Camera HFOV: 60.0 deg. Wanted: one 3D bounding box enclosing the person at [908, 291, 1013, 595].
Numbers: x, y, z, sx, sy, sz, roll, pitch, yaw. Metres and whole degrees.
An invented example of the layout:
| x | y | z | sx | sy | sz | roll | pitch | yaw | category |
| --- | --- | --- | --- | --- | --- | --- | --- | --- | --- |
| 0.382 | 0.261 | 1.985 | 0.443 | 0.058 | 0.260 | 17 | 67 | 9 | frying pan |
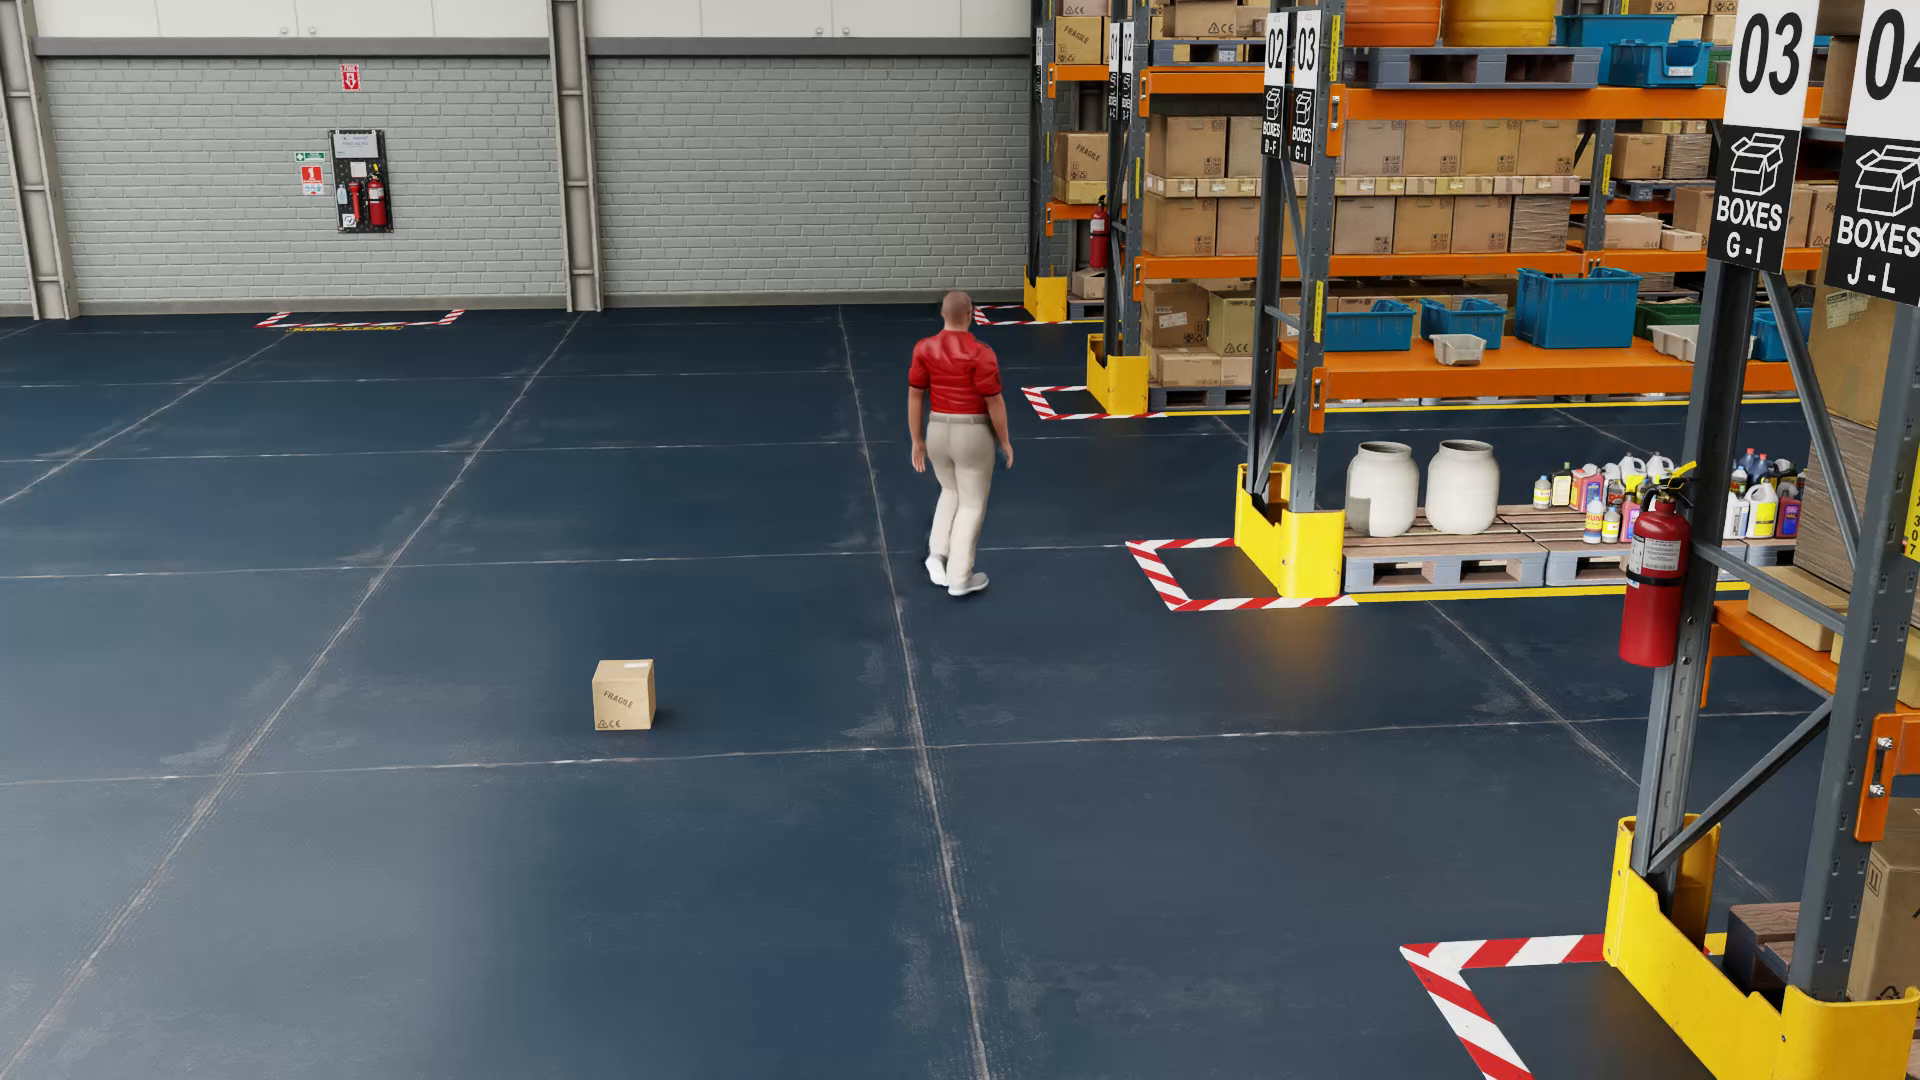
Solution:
| x | y | z | sx | sy | sz | roll | pitch | yaw | category |
| --- | --- | --- | --- | --- | --- | --- | --- | --- | --- |
| 0.031 | -0.531 | 9.363 | 0.538 | 1.769 | 0.463 | 10 | 19 | 31 | person |
